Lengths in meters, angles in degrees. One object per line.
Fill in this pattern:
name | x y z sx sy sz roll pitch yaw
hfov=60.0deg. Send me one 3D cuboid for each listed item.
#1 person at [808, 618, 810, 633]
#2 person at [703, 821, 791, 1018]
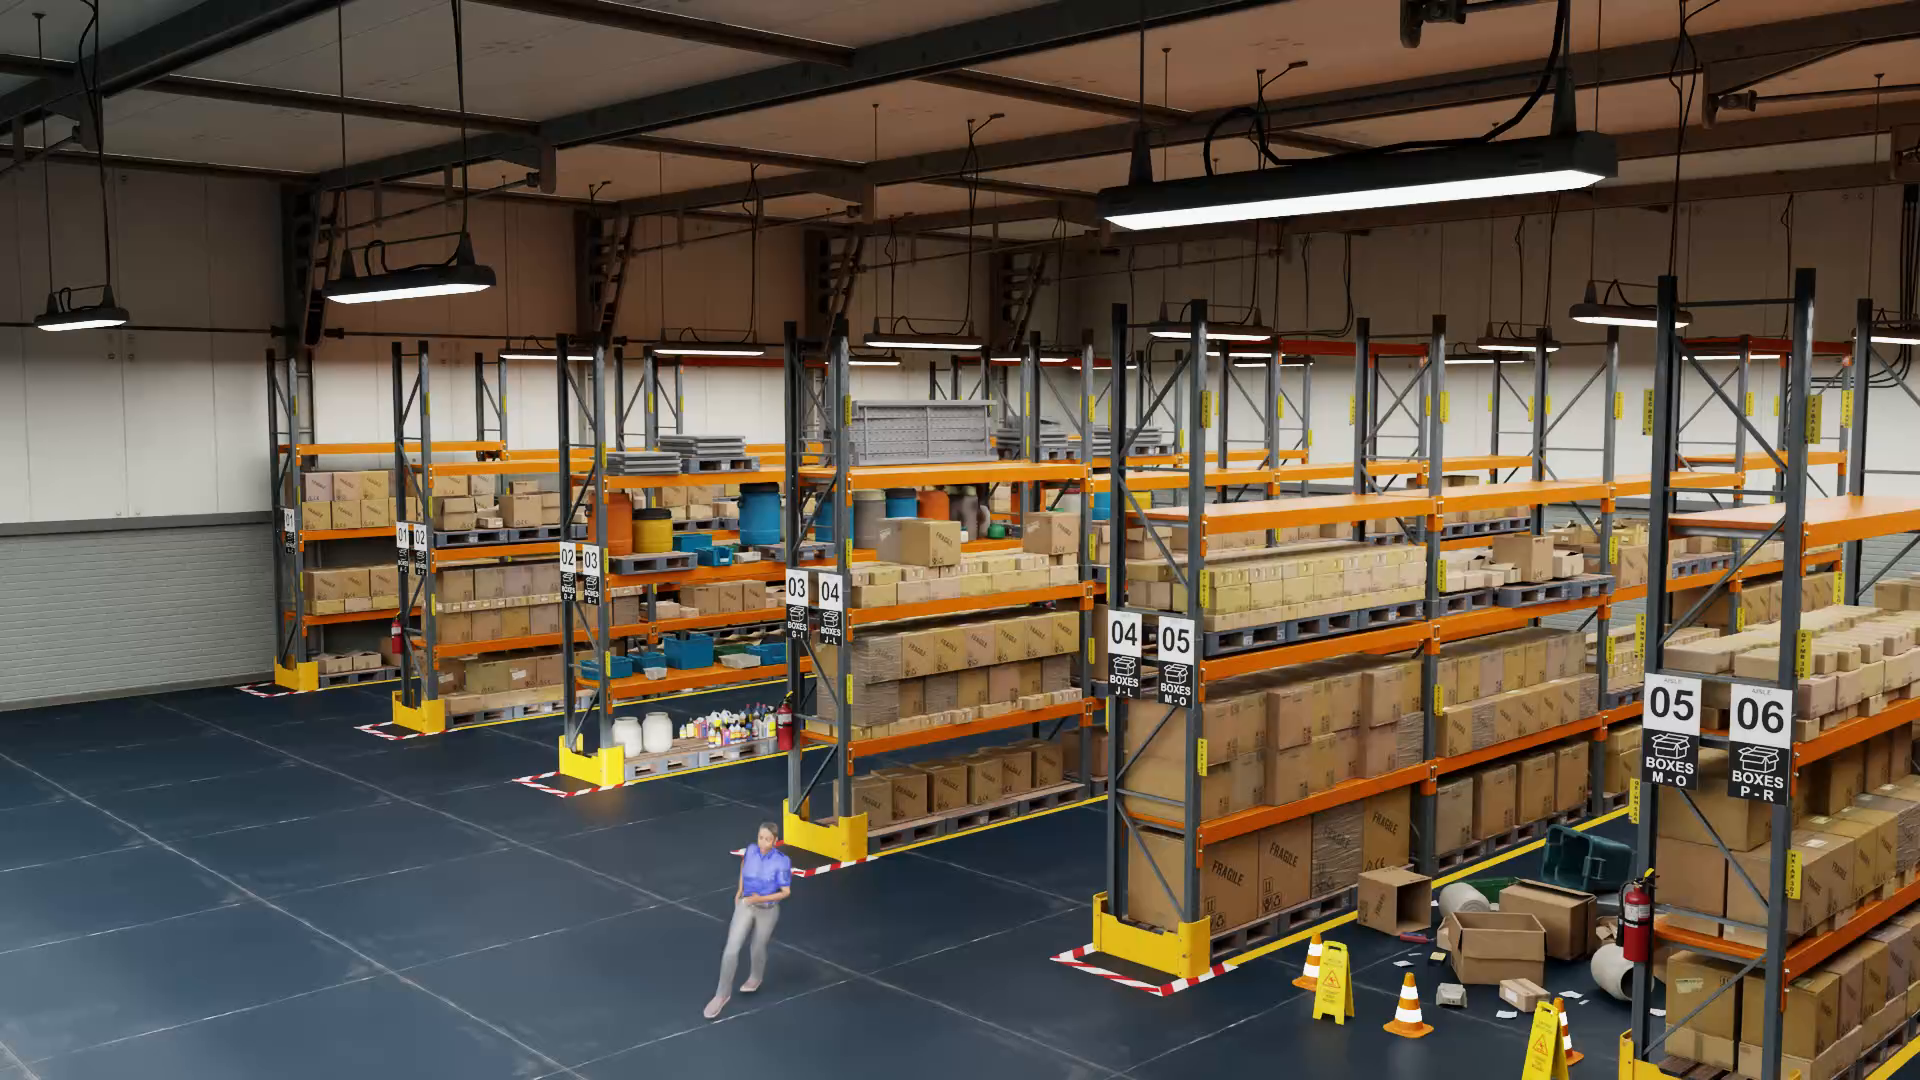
person | -3.322 1.288 35.081 0.703 1.679 0.867 3 6 27
person | -1.732 3.129 14.005 0.703 1.614 0.782 1 5 9
